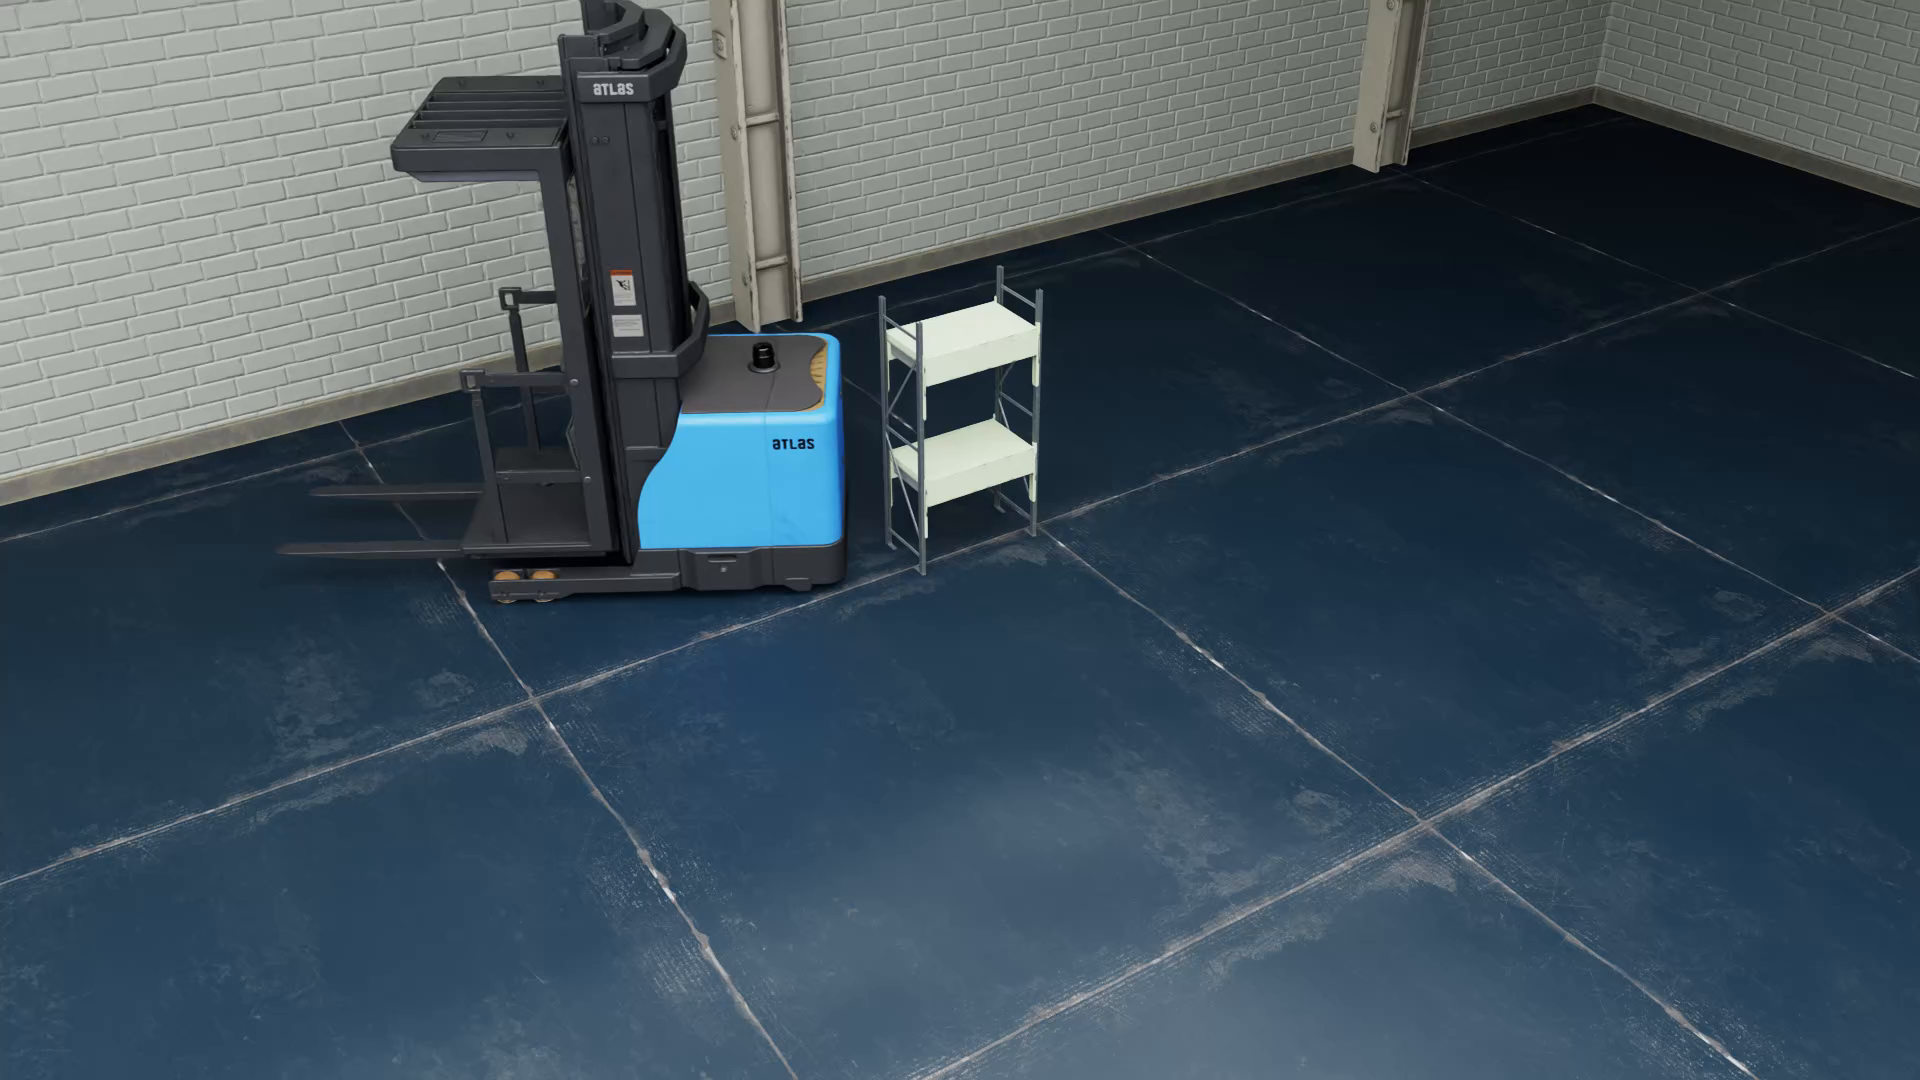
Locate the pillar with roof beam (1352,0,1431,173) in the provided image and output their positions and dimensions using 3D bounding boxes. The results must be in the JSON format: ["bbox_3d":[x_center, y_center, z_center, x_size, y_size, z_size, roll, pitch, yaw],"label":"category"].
[{"bbox_3d":[6.011,-5.185,9.157,0.400,9.000,9.100,-19,37,-27],"label":"pillar with roof beam"}]

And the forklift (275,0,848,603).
[{"bbox_3d":[-2.145,-1.193,8.516,3.031,2.935,1.130,-1,32,-2],"label":"forklift"}]

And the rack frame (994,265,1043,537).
[{"bbox_3d":[0.313,-0.742,9.142,0.023,1.500,0.400,-19,37,-27],"label":"rack frame"}]

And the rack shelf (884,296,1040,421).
[{"bbox_3d":[0.006,-0.966,8.766,0.720,0.370,0.431,-19,37,-27],"label":"rack shelf"}]

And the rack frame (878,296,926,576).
[{"bbox_3d":[-0.302,-0.530,8.807,0.023,1.500,0.400,-19,37,-27],"label":"rack frame"}]

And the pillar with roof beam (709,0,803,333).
[{"bbox_3d":[0.968,-3.451,6.408,0.400,9.000,9.100,-19,37,-27],"label":"pillar with roof beam"}]

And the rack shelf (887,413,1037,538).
[{"bbox_3d":[0.006,-0.361,9.148,0.720,0.370,0.431,-19,37,-27],"label":"rack shelf"}]

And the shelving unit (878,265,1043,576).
[{"bbox_3d":[0.006,-0.636,8.974,0.755,1.500,0.431,-19,37,-27],"label":"shelving unit"}]
